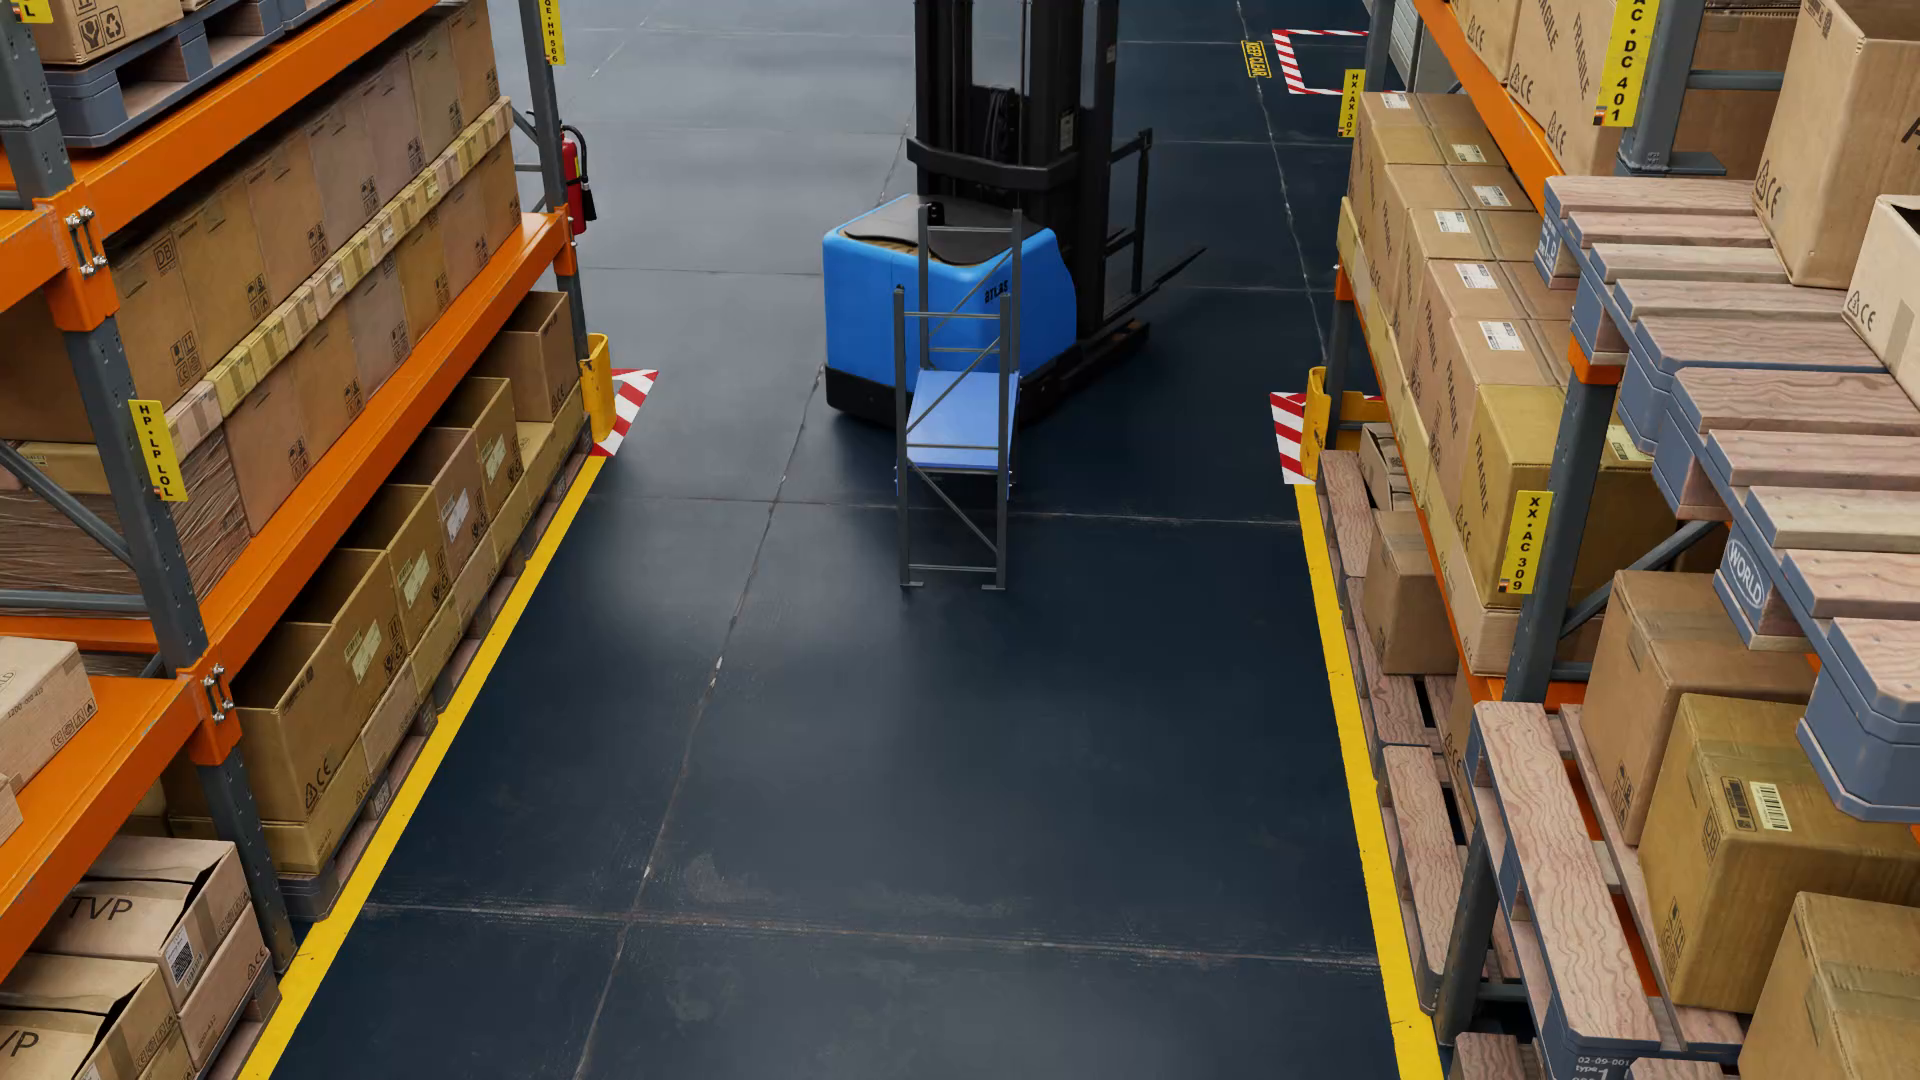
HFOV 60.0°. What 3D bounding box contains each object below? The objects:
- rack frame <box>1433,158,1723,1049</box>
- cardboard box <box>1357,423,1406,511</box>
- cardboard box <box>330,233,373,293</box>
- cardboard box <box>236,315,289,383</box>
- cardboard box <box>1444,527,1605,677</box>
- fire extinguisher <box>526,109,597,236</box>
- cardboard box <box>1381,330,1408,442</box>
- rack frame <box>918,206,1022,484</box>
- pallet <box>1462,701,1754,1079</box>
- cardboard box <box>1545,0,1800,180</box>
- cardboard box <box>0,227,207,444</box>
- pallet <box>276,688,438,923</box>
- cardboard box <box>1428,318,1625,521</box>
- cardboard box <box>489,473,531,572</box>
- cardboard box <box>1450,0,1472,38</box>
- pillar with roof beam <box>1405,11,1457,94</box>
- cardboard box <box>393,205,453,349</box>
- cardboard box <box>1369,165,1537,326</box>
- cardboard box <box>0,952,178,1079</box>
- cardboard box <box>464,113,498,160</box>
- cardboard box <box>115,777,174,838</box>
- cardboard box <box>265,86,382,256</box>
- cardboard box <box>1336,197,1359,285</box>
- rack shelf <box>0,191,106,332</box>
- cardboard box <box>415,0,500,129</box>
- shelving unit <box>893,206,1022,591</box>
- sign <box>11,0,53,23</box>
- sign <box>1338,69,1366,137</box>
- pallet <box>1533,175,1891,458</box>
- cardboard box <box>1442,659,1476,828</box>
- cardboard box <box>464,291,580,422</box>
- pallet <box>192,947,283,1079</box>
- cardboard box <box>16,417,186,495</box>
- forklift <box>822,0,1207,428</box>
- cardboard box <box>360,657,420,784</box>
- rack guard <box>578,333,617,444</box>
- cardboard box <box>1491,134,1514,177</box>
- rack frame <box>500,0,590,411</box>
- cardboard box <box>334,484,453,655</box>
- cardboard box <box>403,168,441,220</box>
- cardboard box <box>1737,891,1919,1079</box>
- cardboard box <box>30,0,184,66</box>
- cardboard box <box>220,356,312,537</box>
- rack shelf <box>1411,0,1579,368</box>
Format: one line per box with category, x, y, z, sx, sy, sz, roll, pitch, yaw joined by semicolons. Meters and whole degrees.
rack frame;2.091;0.396;4.748;1.000;3.000;0.127;2;32;4
cardboard box;2.271;-0.380;8.151;0.500;0.311;0.500;-1;32;-2
cardboard box;-2.509;-1.074;6.421;0.380;0.149;0.250;2;32;4
cardboard box;-2.572;-0.668;5.761;0.380;0.149;0.250;2;32;4
cardboard box;1.828;0.191;5.205;0.500;0.250;0.500;3;32;4
fire extinguisher;-2.048;-1.914;8.570;0.296;0.674;0.183;2;32;4
cardboard box;1.942;-0.596;6.482;0.500;0.250;0.500;3;32;4
rack frame;0.048;-0.949;8.360;0.500;1.500;0.032;2;32;4
pallet;1.884;0.871;4.160;1.003;0.211;1.213;2;32;4
cardboard box;1.886;-1.208;4.377;0.500;0.500;0.500;3;32;5
cardboard box;-2.817;-0.640;5.098;0.700;0.500;0.500;3;32;4
pallet;-2.740;0.960;6.491;1.003;0.211;1.213;2;32;4
cardboard box;1.856;-0.389;5.432;0.500;0.500;0.500;2;32;4
cardboard box;-2.338;-0.097;7.768;0.500;0.250;0.500;2;32;4
cardboard box;2.000;-2.027;5.707;0.500;0.500;0.500;4;32;7
pillar with roof beam;-0.580;-7.168;11.303;9.100;9.000;0.400;2;32;4
cardboard box;-2.656;-1.170;7.194;0.700;0.500;0.500;3;32;4
cardboard box;1.980;-1.194;6.738;0.500;0.500;0.500;1;32;2
cardboard box;-2.630;1.436;4.747;0.500;0.311;0.500;3;32;5
cardboard box;-2.382;-1.879;7.726;0.380;0.149;0.250;3;32;5
cardboard box;-3.026;0.927;6.108;0.500;0.250;0.500;2;32;4
cardboard box;-2.694;-1.428;6.376;0.700;0.500;0.500;2;32;4
cardboard box;2.061;-1.398;7.784;0.500;0.250;0.500;2;32;3
rack shelf;-3.009;0.262;2.793;1.077;0.370;4.000;2;32;4
cardboard box;-2.576;-2.229;7.675;0.700;0.500;0.500;3;32;4
shelving unit;0.007;-0.683;7.929;0.538;1.500;1.048;2;32;4
sign;-2.305;-1.426;4.053;0.100;0.325;0.005;2;32;4
sign;1.876;-2.087;7.952;0.100;0.325;0.005;2;32;4
pallet;1.935;-0.482;3.494;1.213;0.211;1.003;2;32;4
cardboard box;2.136;0.729;6.172;0.500;0.500;0.500;0;32;0
cardboard box;-2.268;-0.939;8.421;0.500;0.500;0.500;2;32;4
pallet;-2.868;1.761;5.192;1.003;0.211;1.213;2;32;4
cardboard box;-2.632;-0.264;5.106;0.380;0.149;0.250;2;32;4
forklift;0.498;-2.456;9.441;1.130;2.935;3.031;20;37;29
cardboard box;-2.461;0.688;6.495;0.500;0.250;0.500;2;32;4
rack guard;-2.519;-0.853;9.158;1.175;0.500;0.348;2;32;4
cardboard box;2.539;-1.441;7.138;0.500;0.500;0.500;3;32;5
rack frame;-2.521;-1.905;8.482;1.000;3.000;0.127;2;32;4
cardboard box;-2.415;0.107;6.723;0.500;0.500;0.500;2;32;4
cardboard box;-2.446;-1.476;7.073;0.380;0.149;0.250;3;32;6
cardboard box;1.941;1.069;3.142;0.700;0.500;0.500;7;32;11
cardboard box;-2.543;-1.623;4.537;0.500;0.500;0.500;5;32;8
cardboard box;-2.780;-0.364;5.887;0.700;0.500;0.500;2;32;3
rack shelf;2.254;-1.620;5.847;1.077;0.370;4.000;2;32;4
